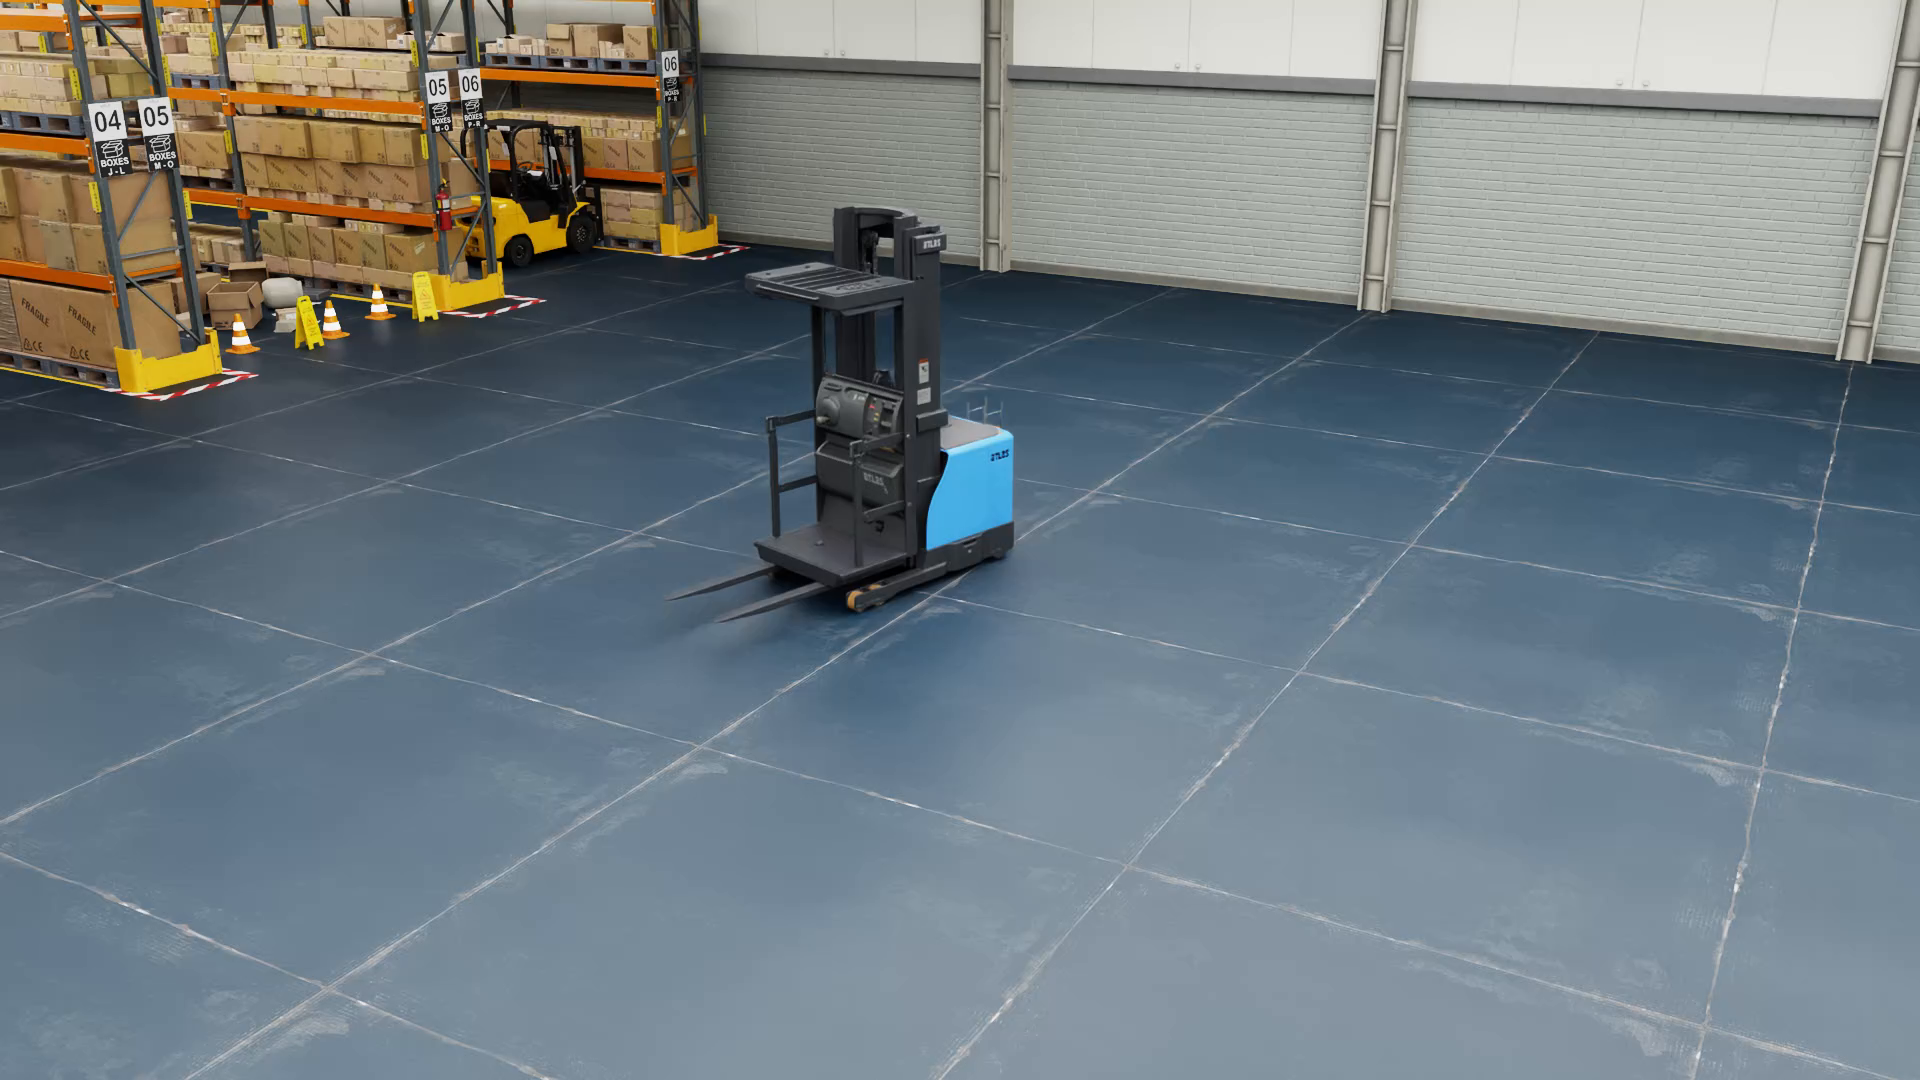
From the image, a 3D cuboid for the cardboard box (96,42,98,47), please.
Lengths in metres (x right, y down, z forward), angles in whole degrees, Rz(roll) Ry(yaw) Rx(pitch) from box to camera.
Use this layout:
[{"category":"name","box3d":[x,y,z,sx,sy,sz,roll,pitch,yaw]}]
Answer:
[{"category":"cardboard box","box3d":[-16.808,-9.759,32.840,0.250,0.149,0.380,11,23,28]}]

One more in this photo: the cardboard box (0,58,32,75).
[{"category":"cardboard box","box3d":[-10.604,-5.319,18.667,0.250,0.149,0.380,11,23,28]}]

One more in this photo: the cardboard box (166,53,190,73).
[{"category":"cardboard box","box3d":[-11.445,-7.116,24.789,0.500,0.250,0.500,11,23,28]}]

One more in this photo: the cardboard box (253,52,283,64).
[{"category":"cardboard box","box3d":[-9.842,-6.875,23.721,0.250,0.149,0.380,10,22,26]}]

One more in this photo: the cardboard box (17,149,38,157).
[{"category":"cardboard box","box3d":[-14.913,-6.358,26.981,0.500,0.250,0.500,10,22,26]}]

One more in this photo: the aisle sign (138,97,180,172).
[{"category":"aisle sign","box3d":[-9.051,-4.583,18.789,0.004,0.787,0.394,11,23,27]}]

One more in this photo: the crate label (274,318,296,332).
[{"category":"crate label","box3d":[-8.899,-2.841,21.997,0.298,0.136,0.250,0,20,-1]}]

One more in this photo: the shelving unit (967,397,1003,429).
[{"category":"shelving unit","box3d":[0.210,-0.611,14.291,0.189,1.200,0.258,18,27,40]}]

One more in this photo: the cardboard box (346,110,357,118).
[{"category":"cardboard box","box3d":[-10.895,-7.715,30.137,0.250,0.149,0.380,11,23,29]}]

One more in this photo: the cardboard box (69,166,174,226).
[{"category":"cardboard box","box3d":[-9.564,-3.935,19.011,0.550,0.550,0.875,11,23,27]}]

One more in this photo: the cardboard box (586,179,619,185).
[{"category":"cardboard box","box3d":[-6.156,-6.019,28.510,0.500,0.250,0.500,10,22,26]}]

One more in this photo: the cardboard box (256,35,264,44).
[{"category":"cardboard box","box3d":[-12.792,-9.282,30.791,0.250,0.149,0.380,11,23,28]}]

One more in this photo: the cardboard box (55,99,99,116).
[{"category":"cardboard box","box3d":[-9.714,-4.775,18.336,0.250,0.149,0.380,11,23,27]}]

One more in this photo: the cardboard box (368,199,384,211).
[{"category":"cardboard box","box3d":[-8.092,-4.746,23.420,0.250,0.149,0.380,11,23,28]}]

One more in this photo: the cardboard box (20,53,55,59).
[{"category":"cardboard box","box3d":[-10.728,-5.599,19.440,0.250,0.149,0.380,11,23,28]}]

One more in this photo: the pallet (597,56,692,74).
[{"category":"pallet","box3d":[-5.120,-7.746,27.052,1.213,0.211,1.003,11,23,27]}]

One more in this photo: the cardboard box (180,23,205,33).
[{"category":"cardboard box","box3d":[-14.477,-9.666,31.384,0.250,0.149,0.380,10,22,26]}]

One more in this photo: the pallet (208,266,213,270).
[{"category":"pallet","box3d":[-12.175,-4.460,26.351,1.213,0.211,1.003,11,23,27]}]

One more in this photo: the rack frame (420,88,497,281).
[{"category":"rack frame","box3d":[-6.933,-4.774,23.127,0.127,3.000,1.000,11,23,27]}]

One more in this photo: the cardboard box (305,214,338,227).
[{"category":"cardboard box","box3d":[-9.276,-4.656,24.166,0.250,0.149,0.380,12,23,30]}]

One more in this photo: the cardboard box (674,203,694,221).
[{"category":"cardboard box","box3d":[-4.825,-5.532,27.901,0.500,0.250,0.500,11,23,28]}]

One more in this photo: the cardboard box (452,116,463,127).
[{"category":"cardboard box","box3d":[-8.648,-7.298,28.987,0.250,0.149,0.380,10,22,27]}]

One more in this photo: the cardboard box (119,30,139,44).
[{"category":"cardboard box","box3d":[-15.994,-9.816,32.413,0.500,0.250,0.500,10,22,25]}]

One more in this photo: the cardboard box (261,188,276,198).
[{"category":"cardboard box","box3d":[-10.061,-5.147,24.523,0.250,0.149,0.380,12,23,29]}]

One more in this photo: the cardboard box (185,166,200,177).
[{"category":"cardboard box","box3d":[-11.473,-5.603,25.166,0.250,0.149,0.380,10,22,26]}]

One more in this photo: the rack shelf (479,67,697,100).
[{"category":"rack shelf","box3d":[-6.262,-7.657,27.731,4.000,0.370,1.077,11,23,27]}]

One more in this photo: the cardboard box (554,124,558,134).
[{"category":"cardboard box","box3d":[-6.754,-6.917,27.937,0.250,0.149,0.380,10,22,26]}]

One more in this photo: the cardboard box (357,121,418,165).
[{"category":"cardboard box","box3d":[-7.924,-5.537,23.182,0.500,0.500,0.700,11,23,28]}]

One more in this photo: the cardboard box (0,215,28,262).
[{"category":"cardboard box","box3d":[-11.006,-3.694,19.929,0.500,0.550,0.875,11,23,27]}]

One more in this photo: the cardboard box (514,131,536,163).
[{"category":"cardboard box","box3d":[-7.285,-6.731,28.377,0.500,0.500,0.500,11,23,28]}]

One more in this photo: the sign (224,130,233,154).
[{"category":"sign","box3d":[-10.693,-5.818,24.307,0.005,0.325,0.100,11,23,27]}]

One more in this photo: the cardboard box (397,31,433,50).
[{"category":"cardboard box","box3d":[-9.429,-8.706,28.935,0.500,0.311,0.500,10,22,25]}]

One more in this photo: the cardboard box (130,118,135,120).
[{"category":"cardboard box","box3d":[-13.385,-6.496,26.676,0.500,0.500,0.500,10,22,26]}]

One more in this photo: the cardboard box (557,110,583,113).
[{"category":"cardboard box","box3d":[-6.679,-7.280,28.502,0.250,0.149,0.380,10,22,26]}]

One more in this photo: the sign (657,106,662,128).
[{"category":"sign","box3d":[-4.792,-6.749,26.526,0.005,0.325,0.100,11,23,27]}]

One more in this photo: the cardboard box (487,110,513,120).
[{"category":"cardboard box","box3d":[-7.874,-7.268,28.469,0.250,0.149,0.380,11,23,28]}]

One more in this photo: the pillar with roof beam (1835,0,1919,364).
[{"category":"pillar with roof beam","box3d":[8.931,-5.182,15.453,0.400,9.000,9.100,11,23,27]}]

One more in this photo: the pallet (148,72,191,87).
[{"category":"pallet","box3d":[-11.819,-7.067,25.325,1.003,0.211,1.213,11,23,27]}]

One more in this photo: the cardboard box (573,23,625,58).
[{"category":"cardboard box","box3d":[-5.866,-8.155,27.140,0.500,0.500,0.700,11,23,28]}]

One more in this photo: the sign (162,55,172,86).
[{"category":"sign","box3d":[-8.983,-5.306,18.797,0.005,0.325,0.100,11,23,27]}]

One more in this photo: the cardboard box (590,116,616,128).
[{"category":"cardboard box","box3d":[-5.866,-6.882,27.405,0.250,0.149,0.380,11,23,29]}]

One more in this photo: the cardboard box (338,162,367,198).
[{"category":"cardboard box","box3d":[-8.411,-5.138,23.548,0.500,0.500,0.500,11,23,27]}]

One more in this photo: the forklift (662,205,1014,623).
[{"category":"forklift","box3d":[-0.941,-1.018,12.872,1.130,2.935,3.031,19,27,41]}]

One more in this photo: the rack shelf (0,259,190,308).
[{"category":"rack shelf","box3d":[-11.005,-3.278,20.058,4.000,0.370,1.077,11,23,27]}]

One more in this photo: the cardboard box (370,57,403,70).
[{"category":"cardboard box","box3d":[-7.810,-6.501,22.687,0.250,0.149,0.380,11,22,27]}]

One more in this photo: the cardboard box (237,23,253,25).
[{"category":"cardboard box","box3d":[-13.570,-9.679,31.420,0.250,0.149,0.380,11,23,28]}]

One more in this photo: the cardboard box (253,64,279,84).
[{"category":"cardboard box","box3d":[-9.720,-6.681,23.769,0.500,0.250,0.500,11,22,27]}]

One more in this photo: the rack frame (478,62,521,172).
[{"category":"rack frame","box3d":[-8.008,-6.918,29.037,0.127,3.000,1.000,11,23,27]}]

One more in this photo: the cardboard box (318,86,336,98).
[{"category":"cardboard box","box3d":[-8.744,-6.284,23.260,0.250,0.149,0.380,10,22,27]}]

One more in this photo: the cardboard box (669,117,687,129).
[{"category":"cardboard box","box3d":[-4.705,-6.864,27.354,0.250,0.149,0.380,10,22,26]}]

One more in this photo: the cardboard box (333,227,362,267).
[{"category":"cardboard box","box3d":[-8.654,-4.259,24.024,0.500,0.500,0.500,10,22,26]}]

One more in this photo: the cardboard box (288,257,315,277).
[{"category":"cardboard box","box3d":[-9.570,-4.080,24.631,0.500,0.250,0.500,12,23,30]}]

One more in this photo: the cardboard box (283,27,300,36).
[{"category":"cardboard box","box3d":[-12.122,-9.294,30.388,0.250,0.149,0.380,10,22,25]}]

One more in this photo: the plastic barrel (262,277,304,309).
[{"category":"plastic barrel","box3d":[-9.475,-3.456,23.271,0.512,0.421,0.421,-7,21,-20]}]

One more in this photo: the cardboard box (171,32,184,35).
[{"category":"cardboard box","box3d":[-14.716,-9.563,31.536,0.250,0.149,0.380,11,23,28]}]

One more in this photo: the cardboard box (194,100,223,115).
[{"category":"cardboard box","box3d":[-14.226,-8.259,31.973,0.500,0.500,0.700,11,23,28]}]

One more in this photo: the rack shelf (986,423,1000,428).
[{"category":"rack shelf","box3d":[0.210,-0.908,14.183,0.180,0.103,0.258,18,27,40]}]

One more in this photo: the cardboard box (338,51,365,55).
[{"category":"cardboard box","box3d":[-8.642,-6.889,23.758,0.250,0.149,0.380,11,23,28]}]
